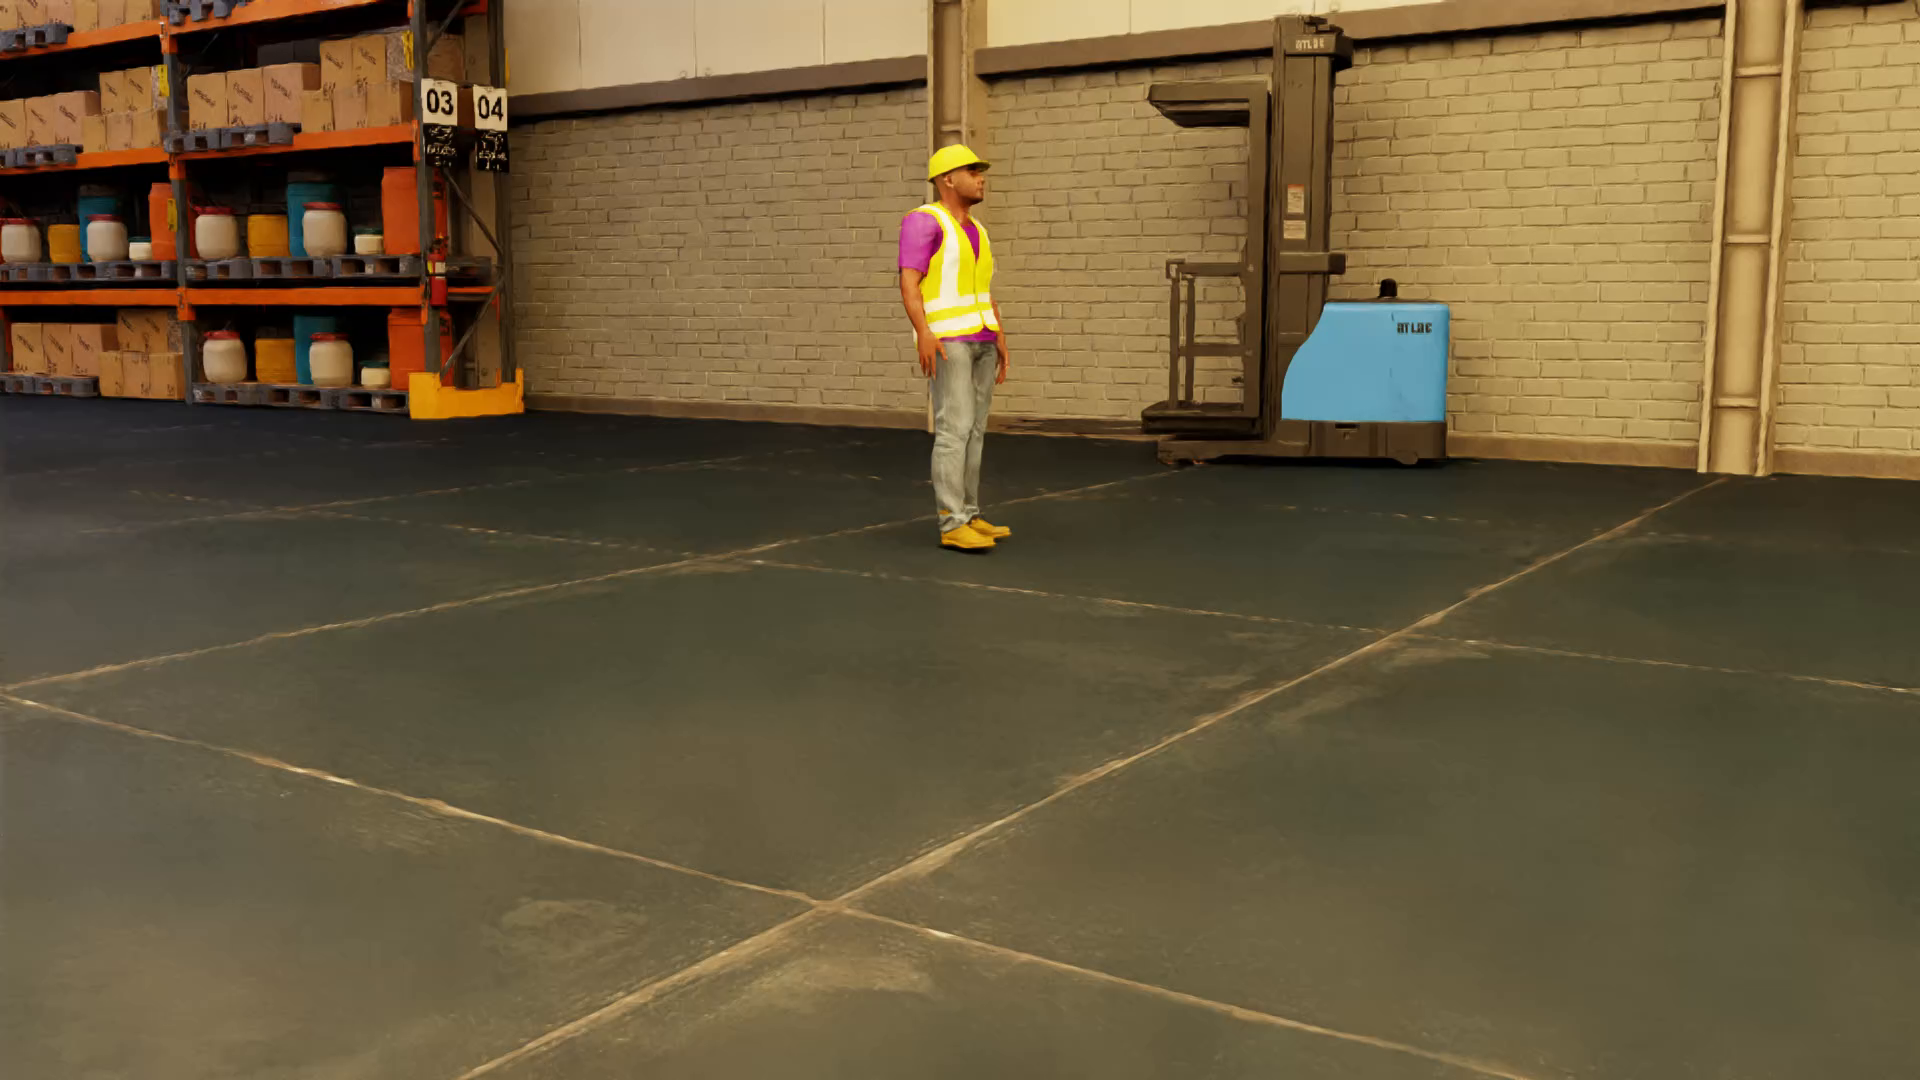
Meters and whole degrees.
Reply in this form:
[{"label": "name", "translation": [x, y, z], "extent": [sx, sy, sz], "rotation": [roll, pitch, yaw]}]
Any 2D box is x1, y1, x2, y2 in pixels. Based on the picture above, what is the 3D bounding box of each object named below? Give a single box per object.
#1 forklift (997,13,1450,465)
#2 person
[{"label": "forklift", "translation": [1.812, -2.029, 11.458], "extent": [3.031, 2.935, 1.130], "rotation": [2, 8, 14]}, {"label": "person", "translation": [0.055, -0.875, 7.435], "extent": [0.576, 1.766, 0.665], "rotation": [5, 10, 34]}]
